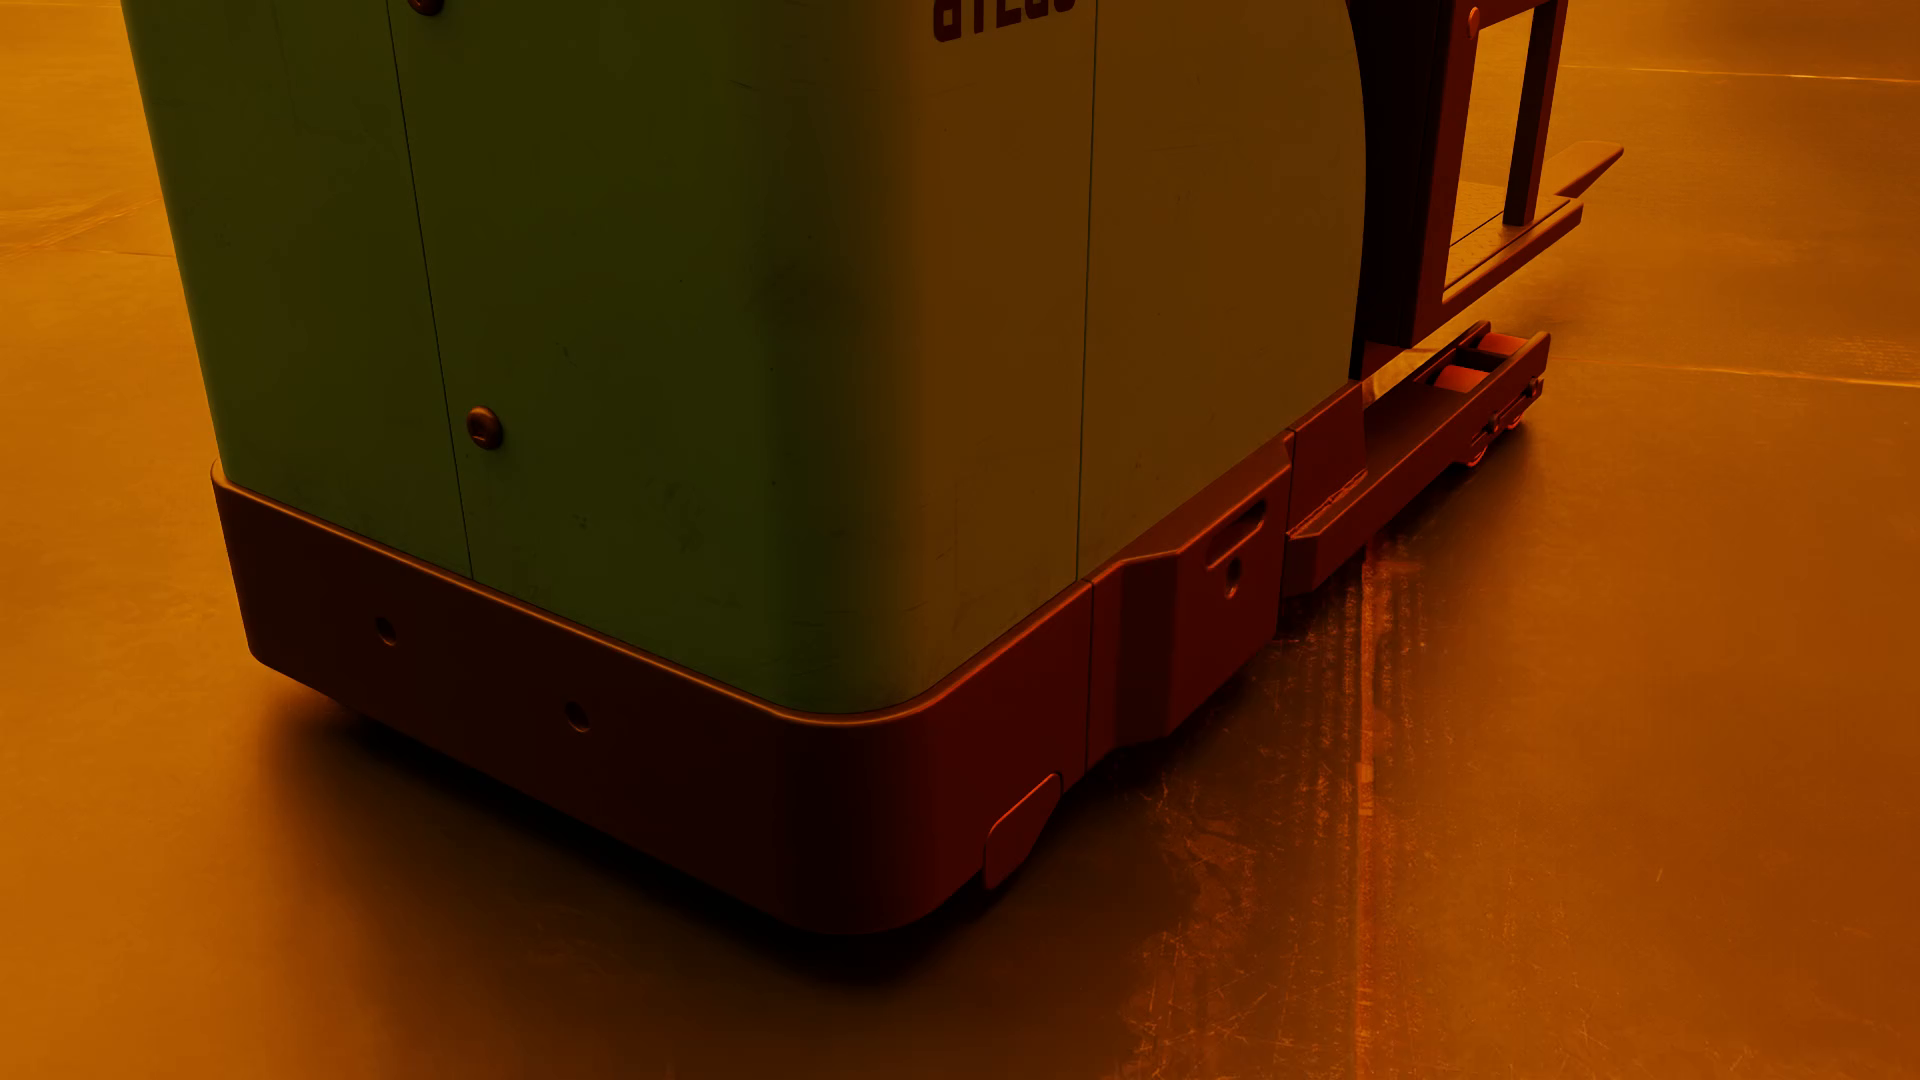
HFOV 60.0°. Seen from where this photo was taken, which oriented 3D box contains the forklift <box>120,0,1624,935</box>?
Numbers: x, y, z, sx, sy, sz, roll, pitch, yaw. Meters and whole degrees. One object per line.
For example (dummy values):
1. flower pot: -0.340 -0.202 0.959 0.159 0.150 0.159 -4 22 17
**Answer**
1. forklift: 0.362 -1.540 2.299 1.130 2.935 3.031 18 32 31
